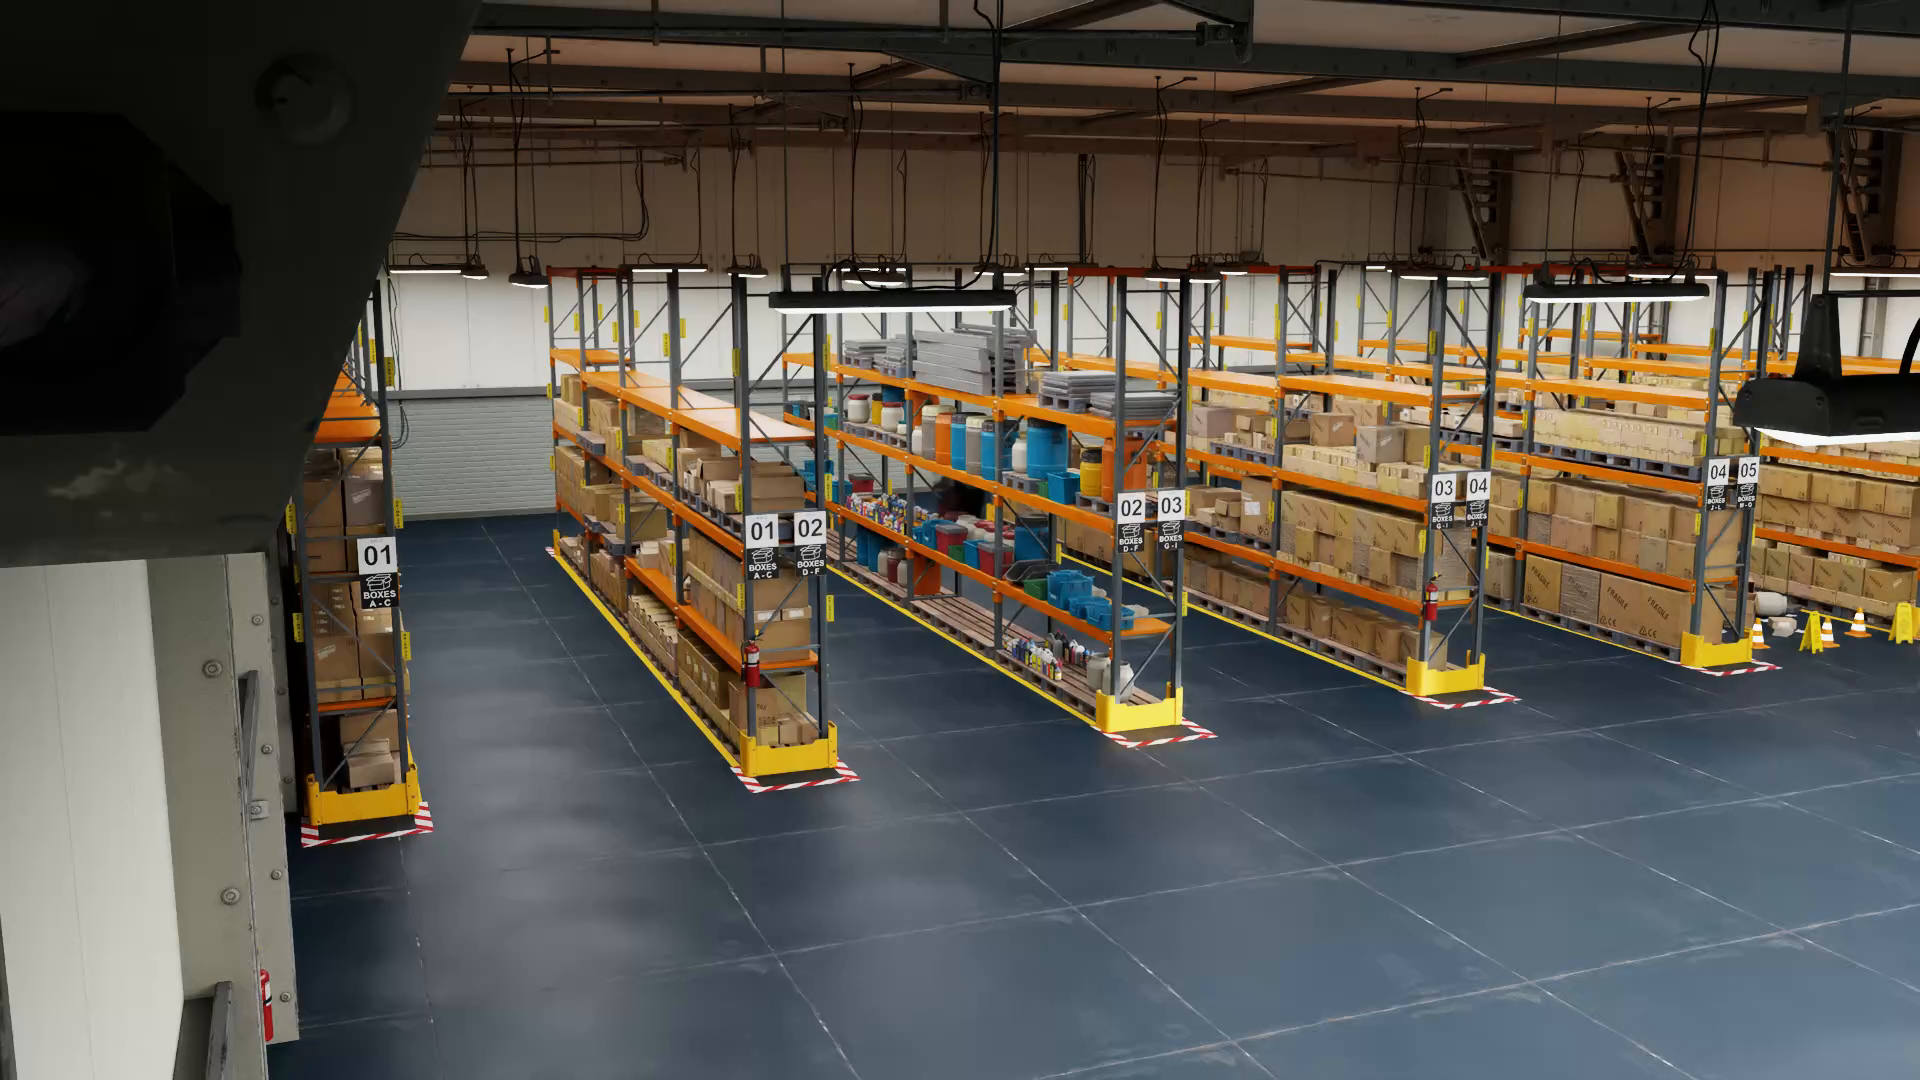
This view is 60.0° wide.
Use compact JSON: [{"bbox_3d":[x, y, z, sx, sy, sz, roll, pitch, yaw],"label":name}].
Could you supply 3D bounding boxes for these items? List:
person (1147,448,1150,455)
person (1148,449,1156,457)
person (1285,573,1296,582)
[{"bbox_3d":[4.304,-1.344,39.324,0.720,1.787,0.673,1,10,5],"label":"person"},{"bbox_3d":[4.640,-1.503,40.635,0.689,1.681,0.677,8,12,37],"label":"person"},{"bbox_3d":[6.336,0.117,31.220,0.545,1.644,0.664,-6,12,-32],"label":"person"}]
